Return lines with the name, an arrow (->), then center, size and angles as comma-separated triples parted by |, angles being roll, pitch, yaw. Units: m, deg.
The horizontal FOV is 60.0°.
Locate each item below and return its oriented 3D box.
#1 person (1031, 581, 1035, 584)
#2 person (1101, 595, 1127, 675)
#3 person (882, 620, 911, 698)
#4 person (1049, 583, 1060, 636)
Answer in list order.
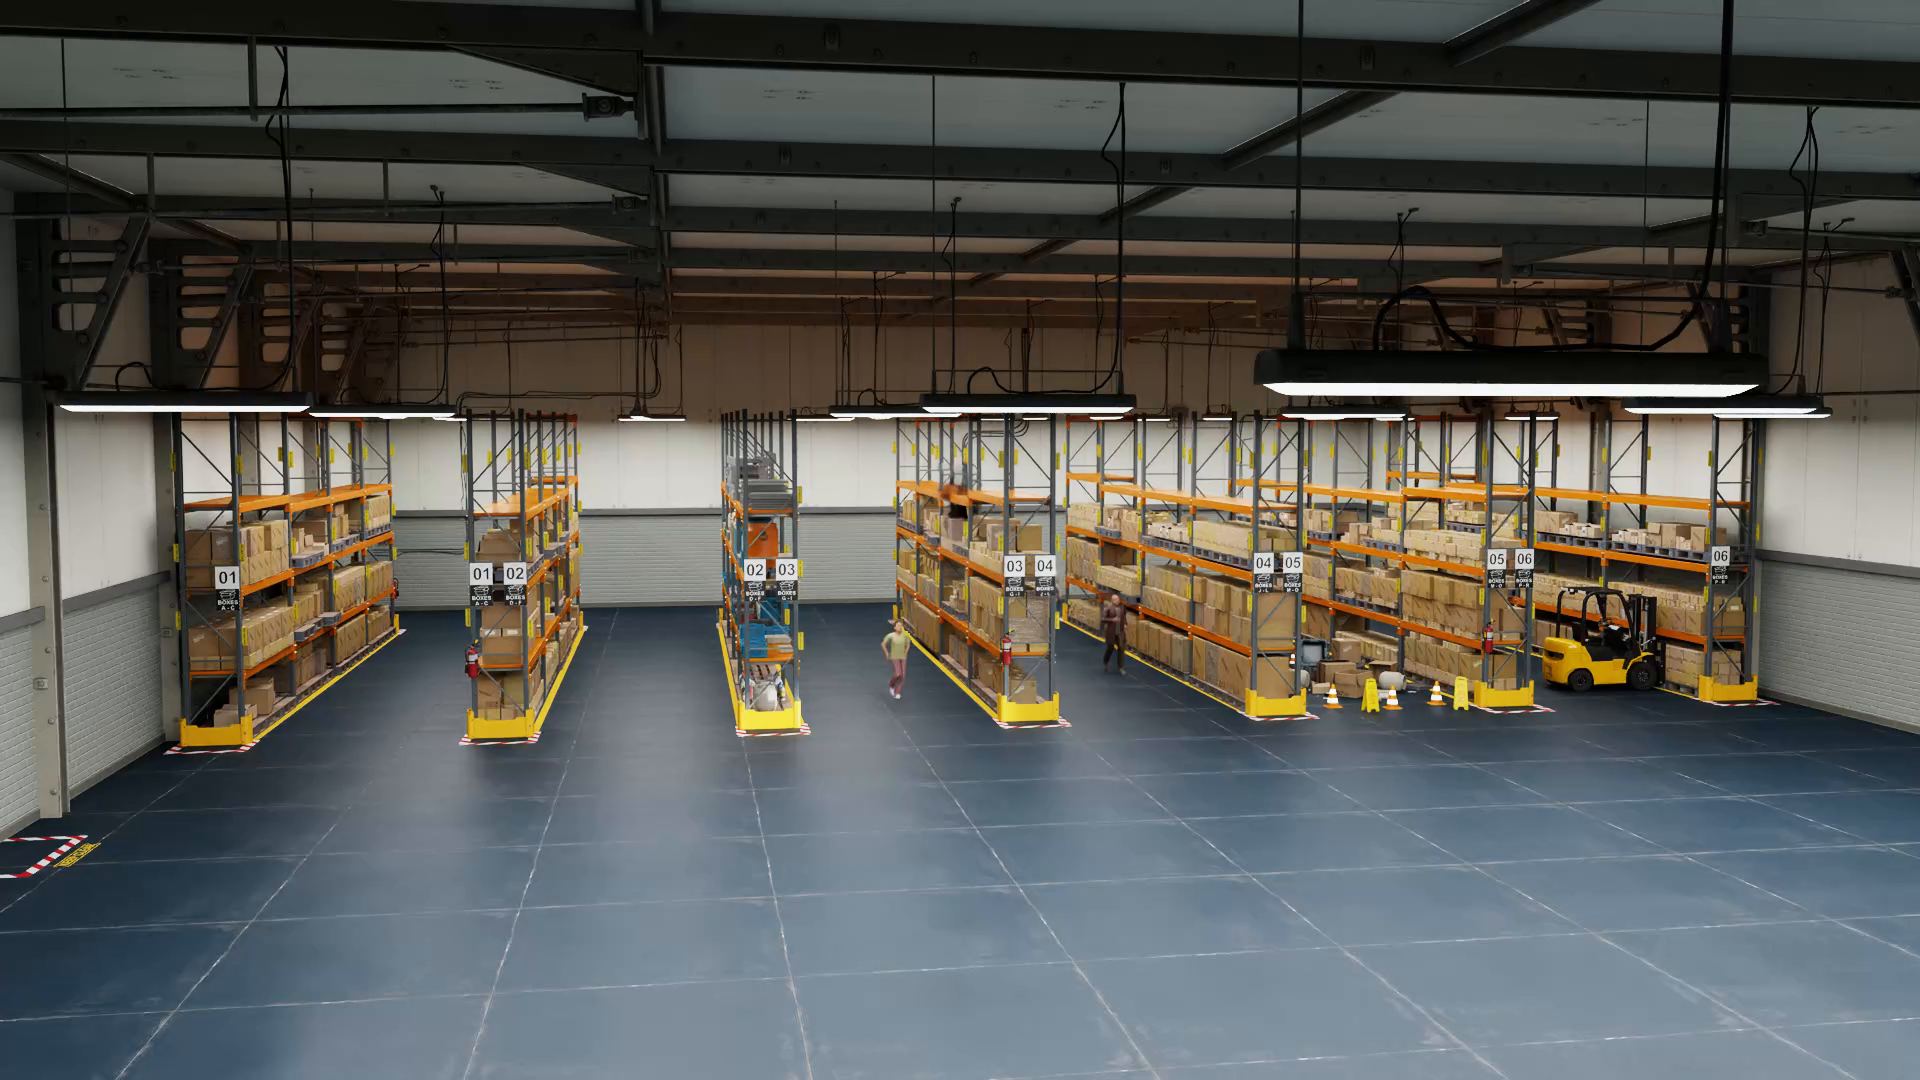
person -> 1.784, 1.469, 48.771 | 0.763, 1.748, 0.798 | -3, 5, -40
person -> 3.536, 2.192, 38.111 | 0.734, 1.704, 1.009 | -1, 4, -18
person -> -1.277, 2.488, 34.587 | 0.566, 1.629, 0.549 | -2, 4, -25
person -> 2.458, 1.733, 45.294 | 0.593, 1.695, 0.851 | -1, 4, -13
